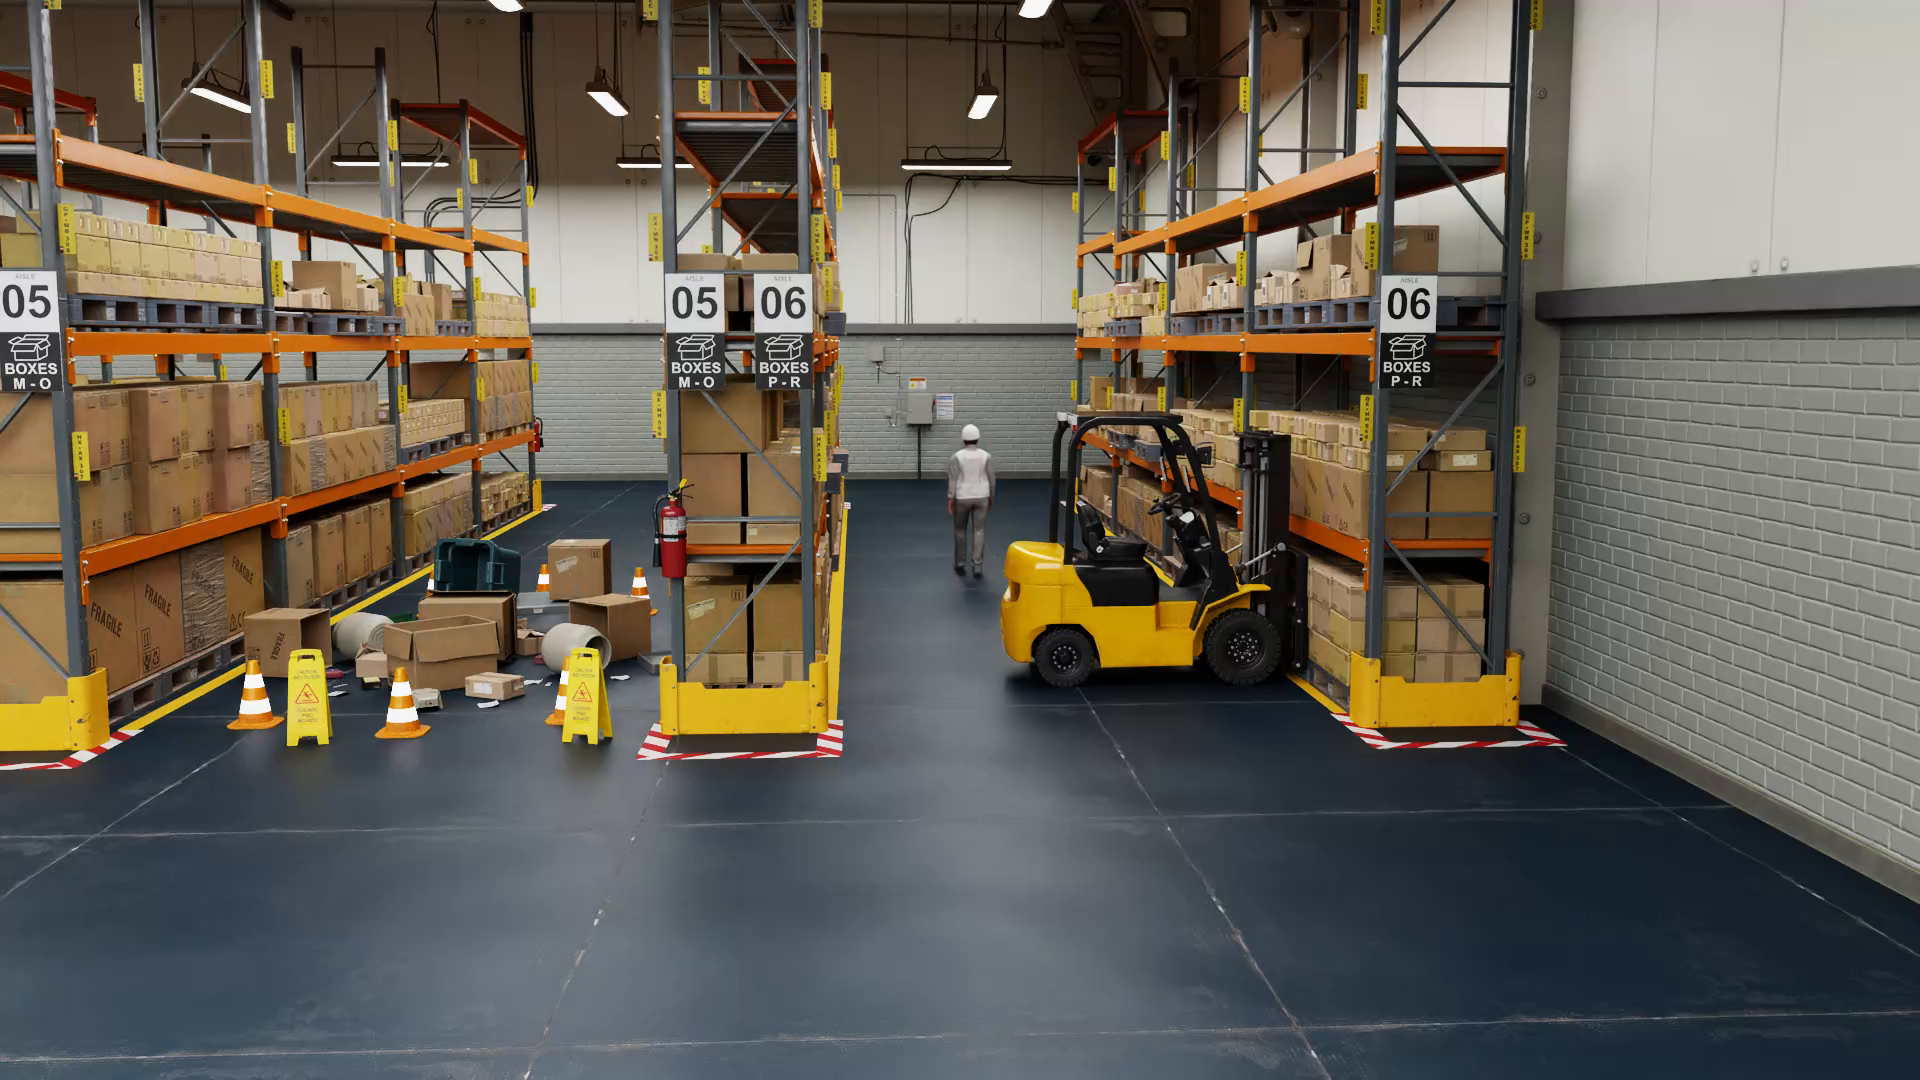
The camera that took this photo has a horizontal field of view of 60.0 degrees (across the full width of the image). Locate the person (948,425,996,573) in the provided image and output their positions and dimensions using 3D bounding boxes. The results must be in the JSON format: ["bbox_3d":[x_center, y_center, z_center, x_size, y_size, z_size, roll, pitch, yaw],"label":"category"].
[{"bbox_3d":[0.136,-0.498,19.778,0.572,1.764,0.877,0,7,-1],"label":"person"}]
